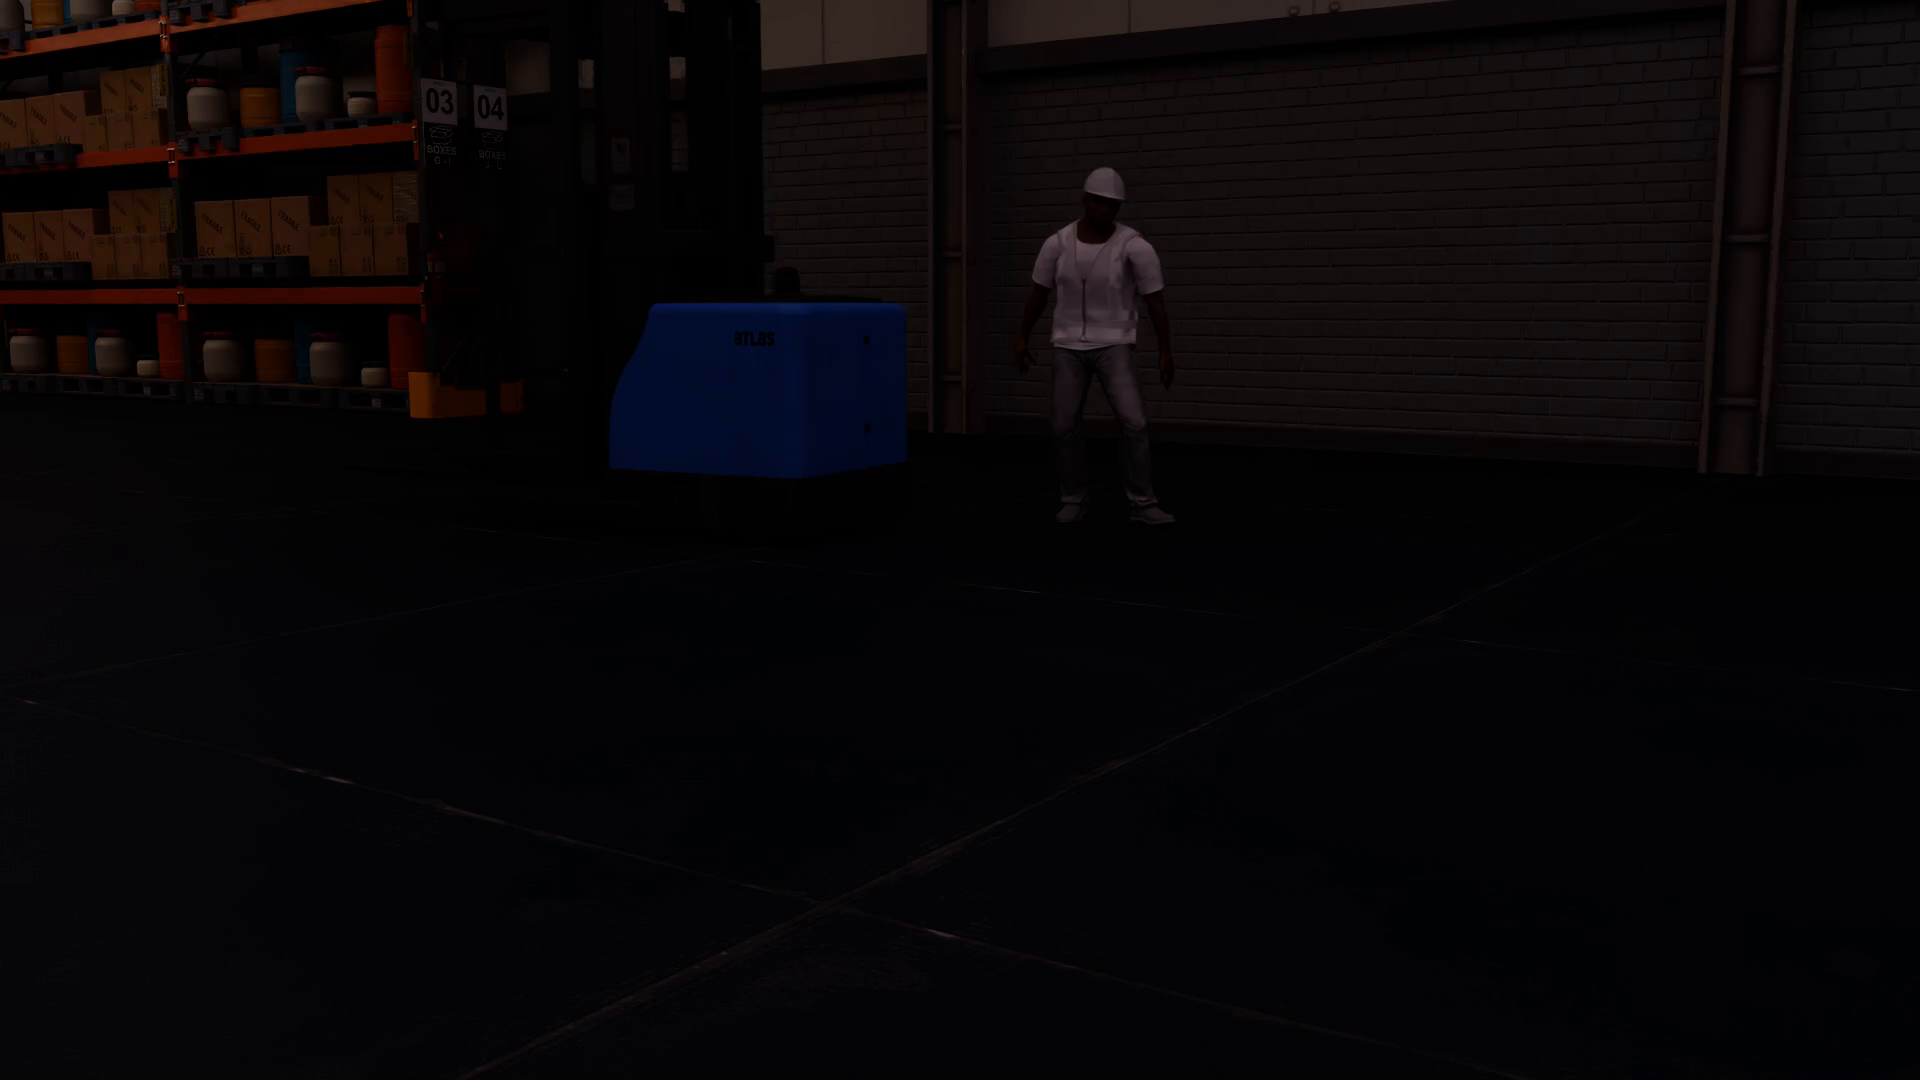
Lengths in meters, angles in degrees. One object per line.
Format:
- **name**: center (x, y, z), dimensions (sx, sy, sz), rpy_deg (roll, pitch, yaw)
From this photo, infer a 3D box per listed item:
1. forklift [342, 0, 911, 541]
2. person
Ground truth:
- **forklift**: center (-1.786, -1.567, 8.215), dimensions (3.031, 2.935, 1.130), rpy_deg (4, 9, 28)
- **person**: center (0.655, -0.933, 8.113), dimensions (0.897, 1.733, 0.473), rpy_deg (3, 9, 22)
